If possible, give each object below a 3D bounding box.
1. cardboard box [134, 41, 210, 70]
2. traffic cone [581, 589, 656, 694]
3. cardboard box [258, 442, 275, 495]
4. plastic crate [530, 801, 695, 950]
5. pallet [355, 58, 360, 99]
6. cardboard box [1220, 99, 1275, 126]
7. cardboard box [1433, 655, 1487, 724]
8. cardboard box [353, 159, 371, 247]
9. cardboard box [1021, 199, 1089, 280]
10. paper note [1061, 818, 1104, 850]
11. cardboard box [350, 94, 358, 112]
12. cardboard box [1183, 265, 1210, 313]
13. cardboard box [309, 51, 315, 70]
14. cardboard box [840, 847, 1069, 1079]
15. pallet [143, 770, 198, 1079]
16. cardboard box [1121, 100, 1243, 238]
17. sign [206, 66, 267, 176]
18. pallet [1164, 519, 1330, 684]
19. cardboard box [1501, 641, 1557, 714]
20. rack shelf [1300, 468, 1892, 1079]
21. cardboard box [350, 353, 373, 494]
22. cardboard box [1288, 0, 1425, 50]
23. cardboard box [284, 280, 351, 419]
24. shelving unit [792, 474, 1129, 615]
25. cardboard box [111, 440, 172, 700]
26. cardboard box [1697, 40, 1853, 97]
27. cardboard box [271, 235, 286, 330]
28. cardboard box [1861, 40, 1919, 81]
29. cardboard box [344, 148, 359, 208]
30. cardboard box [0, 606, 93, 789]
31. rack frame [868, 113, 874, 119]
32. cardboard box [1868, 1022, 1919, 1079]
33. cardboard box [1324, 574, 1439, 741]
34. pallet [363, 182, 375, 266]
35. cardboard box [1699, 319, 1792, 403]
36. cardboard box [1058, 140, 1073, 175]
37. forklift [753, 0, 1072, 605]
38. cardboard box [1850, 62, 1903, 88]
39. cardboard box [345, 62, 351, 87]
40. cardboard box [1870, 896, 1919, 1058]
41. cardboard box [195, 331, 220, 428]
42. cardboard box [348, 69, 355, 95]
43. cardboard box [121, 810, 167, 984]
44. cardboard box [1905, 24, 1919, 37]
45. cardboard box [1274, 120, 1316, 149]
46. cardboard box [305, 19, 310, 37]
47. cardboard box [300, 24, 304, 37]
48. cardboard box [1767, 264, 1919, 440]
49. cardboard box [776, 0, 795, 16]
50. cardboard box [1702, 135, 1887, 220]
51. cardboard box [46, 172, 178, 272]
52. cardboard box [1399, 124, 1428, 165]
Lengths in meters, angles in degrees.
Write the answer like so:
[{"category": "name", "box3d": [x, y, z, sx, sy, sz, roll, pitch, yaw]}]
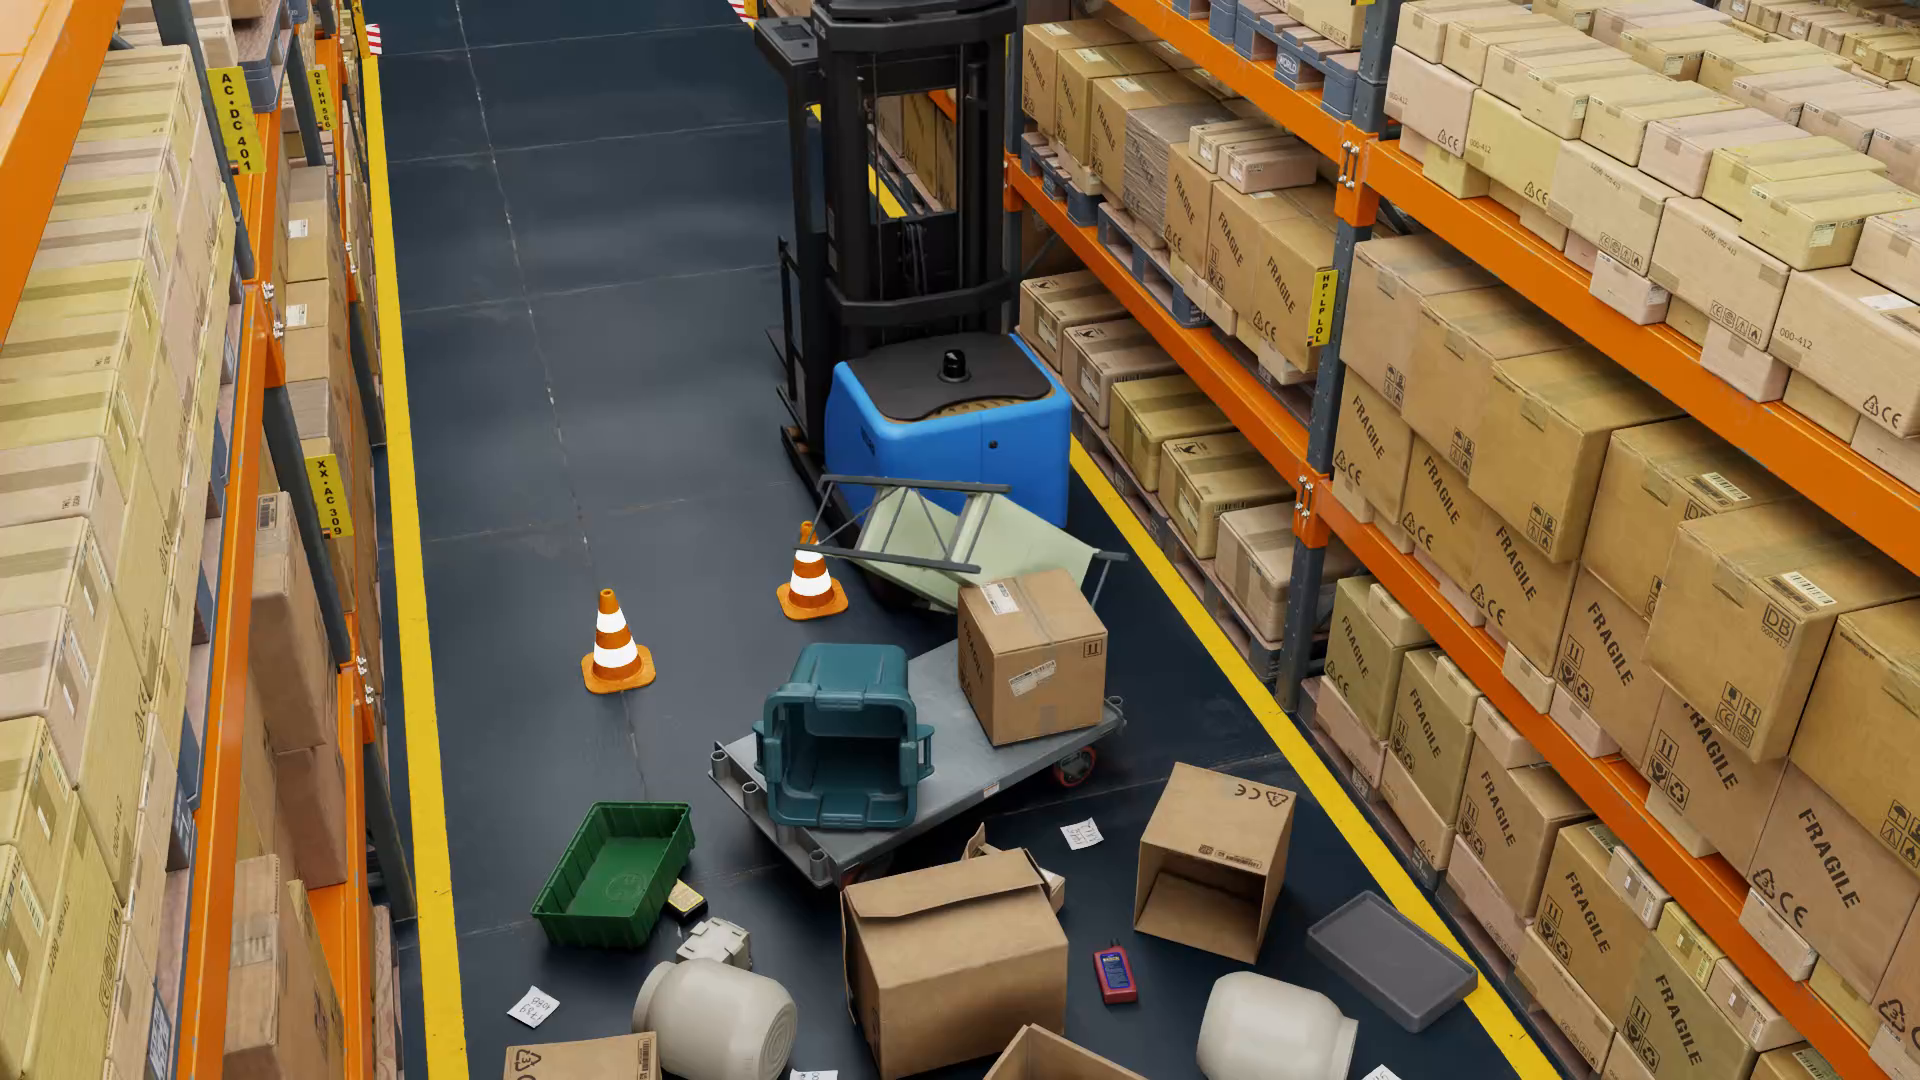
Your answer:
[{"category": "cardboard box", "box3d": [-2.774, -1.609, 5.819, 0.250, 0.149, 0.380, -10, 35, -15]}, {"category": "traffic cone", "box3d": [-1.665, 0.441, 7.982, 0.336, 0.463, 0.334, -10, 35, -15]}, {"category": "cardboard box", "box3d": [-2.615, 0.027, 5.192, 0.875, 0.550, 0.550, -10, 35, -15]}, {"category": "plastic crate", "box3d": [-1.394, 1.361, 6.787, 0.450, 0.188, 0.662, -2, 32, 16]}, {"category": "pallet", "box3d": [-6.118, -4.324, 15.421, 1.003, 0.211, 1.213, -10, 35, -15]}, {"category": "cardboard box", "box3d": [1.661, -1.973, 8.592, 0.500, 0.500, 0.500, -11, 35, -17]}, {"category": "cardboard box", "box3d": [2.051, 0.544, 6.369, 0.380, 0.149, 0.250, -9, 34, -13]}, {"category": "cardboard box", "box3d": [-4.513, -2.376, 11.831, 0.500, 0.500, 0.500, -11, 35, -16]}, {"category": "cardboard box", "box3d": [0.637, -2.310, 11.391, 0.875, 0.875, 0.875, -10, 35, -15]}, {"category": "paper note", "box3d": [0.526, 1.259, 7.136, 0.148, 0.019, 0.142, -10, 35, -15]}, {"category": "cardboard box", "box3d": [-5.374, -3.765, 14.251, 0.380, 0.149, 0.250, -11, 35, -16]}, {"category": "cardboard box", "box3d": [1.311, -1.242, 8.076, 0.380, 0.149, 0.250, -10, 35, -14]}, {"category": "cardboard box", "box3d": [-4.425, -3.071, 10.843, 0.380, 0.149, 0.250, -9, 34, -13]}, {"category": "cardboard box", "box3d": [-0.031, 1.554, 6.137, 0.797, 0.637, 0.503, -10, 35, -15]}, {"category": "pallet", "box3d": [-1.711, 0.839, 2.439, 1.003, 0.211, 1.213, -10, 35, -15]}, {"category": "cardboard box", "box3d": [1.165, -1.896, 8.477, 0.500, 0.500, 0.500, -11, 35, -17]}, {"category": "sign", "box3d": [-2.166, -1.253, 4.984, 0.100, 0.325, 0.005, -10, 35, -15]}, {"category": "pallet", "box3d": [1.750, 0.210, 8.560, 1.003, 0.211, 1.213, -10, 35, -15]}, {"category": "cardboard box", "box3d": [2.161, 0.453, 5.891, 0.380, 0.149, 0.250, -10, 35, -15]}, {"category": "rack shelf", "box3d": [2.599, 0.806, 5.782, 1.077, 0.370, 4.000, -10, 35, -15]}, {"category": "cardboard box", "box3d": [-3.814, -0.661, 9.008, 1.050, 0.750, 0.750, -10, 35, -15]}, {"category": "cardboard box", "box3d": [1.673, -2.191, 6.698, 0.500, 0.250, 0.500, -11, 35, -16]}, {"category": "cardboard box", "box3d": [-3.058, -0.817, 7.494, 0.500, 0.500, 0.500, -9, 35, -14]}, {"category": "shelving unit", "box3d": [-0.033, 0.055, 7.743, 0.755, 0.431, 1.500, 29, -13, -34]}, {"category": "cardboard box", "box3d": [-1.688, 0.084, 2.896, 0.500, 0.250, 0.500, -10, 35, -15]}, {"category": "cardboard box", "box3d": [2.644, -1.505, 5.409, 0.380, 0.149, 0.250, -9, 35, -13]}, {"category": "cardboard box", "box3d": [-3.317, -1.178, 7.134, 0.700, 0.500, 0.500, -10, 35, -15]}, {"category": "cardboard box", "box3d": [5.715, -2.901, 10.060, 0.380, 0.149, 0.250, -9, 35, -14]}, {"category": "cardboard box", "box3d": [-4.348, -2.409, 11.200, 0.500, 0.250, 0.500, -12, 35, -17]}, {"category": "cardboard box", "box3d": [-1.427, 0.250, 2.282, 0.380, 0.149, 0.250, -10, 35, -15]}, {"category": "rack frame", "box3d": [-0.451, -4.745, 13.529, 1.000, 3.000, 0.127, -10, 35, -15]}, {"category": "cardboard box", "box3d": [2.708, 1.386, 4.479, 0.380, 0.149, 0.250, -10, 35, -15]}, {"category": "cardboard box", "box3d": [1.912, 0.470, 7.071, 0.500, 0.500, 0.500, -8, 34, -12]}, {"category": "pallet", "box3d": [-4.896, -2.287, 12.339, 1.003, 0.211, 1.213, -10, 35, -15]}, {"category": "cardboard box", "box3d": [2.323, -0.530, 4.658, 0.380, 0.149, 0.250, -10, 35, -15]}, {"category": "cardboard box", "box3d": [0.785, -2.208, 9.536, 0.380, 0.149, 0.250, -12, 35, -18]}, {"category": "forklift", "box3d": [-0.414, -1.701, 8.985, 1.130, 2.935, 3.031, -11, 35, -17]}, {"category": "cardboard box", "box3d": [5.691, -2.812, 10.287, 0.500, 0.250, 0.500, -11, 35, -16]}, {"category": "cardboard box", "box3d": [-5.295, -3.868, 13.868, 0.380, 0.149, 0.250, -9, 35, -14]}, {"category": "cardboard box", "box3d": [2.781, 1.151, 4.246, 0.500, 0.500, 0.500, -11, 35, -16]}, {"category": "cardboard box", "box3d": [-1.969, -0.352, 3.917, 0.380, 0.149, 0.250, -9, 35, -14]}, {"category": "cardboard box", "box3d": [-5.370, -3.887, 14.166, 0.380, 0.149, 0.250, -10, 35, -15]}, {"category": "cardboard box", "box3d": [-1.428, 0.578, 2.509, 0.380, 0.149, 0.250, -10, 35, -15]}, {"category": "cardboard box", "box3d": [6.141, -3.125, 10.398, 0.380, 0.149, 0.250, -10, 35, -15]}, {"category": "cardboard box", "box3d": [1.753, -2.016, 8.069, 0.380, 0.149, 0.250, -8, 34, -12]}, {"category": "cardboard box", "box3d": [-4.583, -3.466, 11.171, 0.380, 0.149, 0.250, -11, 35, -16]}, {"category": "cardboard box", "box3d": [-4.430, -3.315, 10.673, 0.380, 0.149, 0.250, -12, 35, -17]}, {"category": "cardboard box", "box3d": [2.481, -0.517, 4.276, 0.500, 0.250, 0.500, -9, 35, -13]}, {"category": "cardboard box", "box3d": [-1.375, -5.621, 16.799, 0.875, 0.438, 0.875, -11, 35, -16]}, {"category": "cardboard box", "box3d": [2.327, -1.001, 4.648, 0.380, 0.149, 0.250, -9, 35, -14]}, {"category": "cardboard box", "box3d": [-1.969, -0.685, 3.697, 0.380, 0.149, 0.250, -10, 35, -15]}, {"category": "cardboard box", "box3d": [1.849, -1.484, 6.102, 0.380, 0.149, 0.250, -11, 35, -15]}]
